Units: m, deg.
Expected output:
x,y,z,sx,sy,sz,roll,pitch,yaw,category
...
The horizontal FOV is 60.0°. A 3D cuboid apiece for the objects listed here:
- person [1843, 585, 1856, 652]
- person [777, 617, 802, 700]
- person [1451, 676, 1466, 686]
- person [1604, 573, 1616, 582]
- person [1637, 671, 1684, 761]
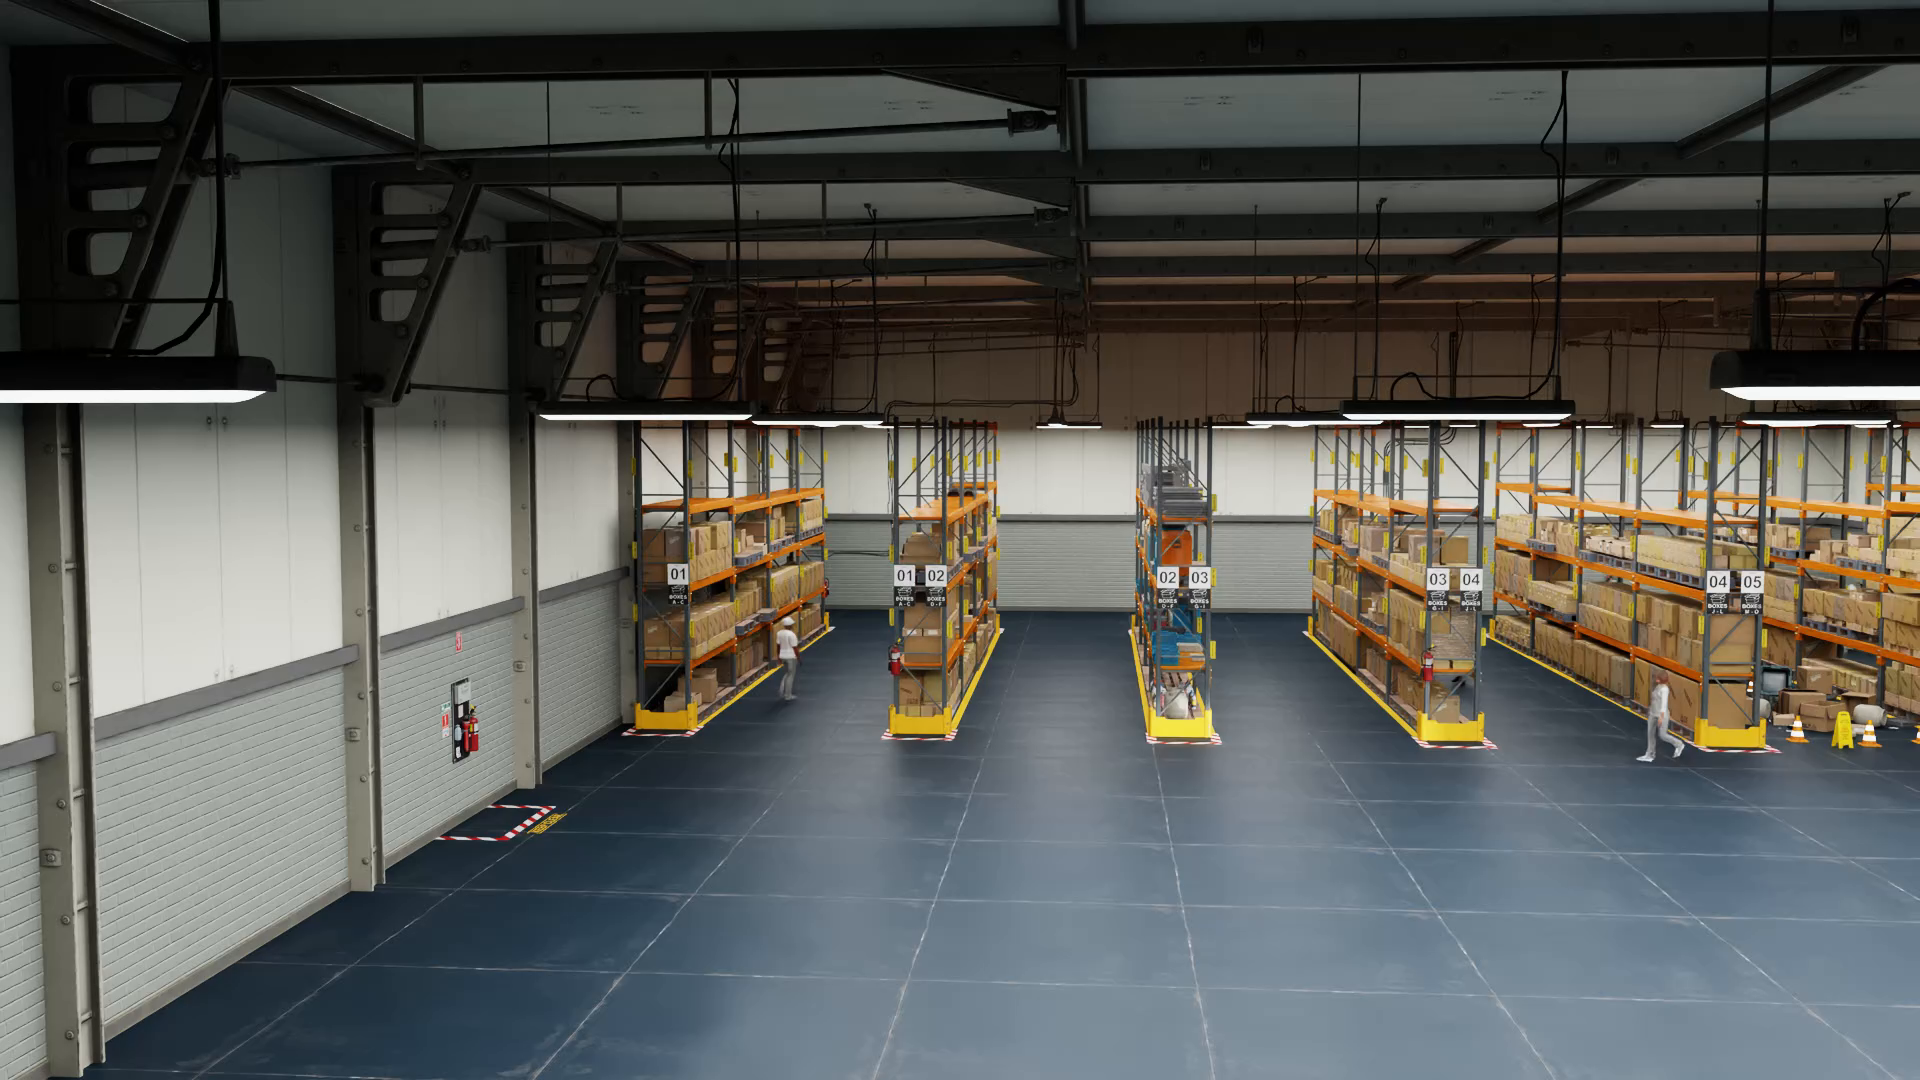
x,y,z,sx,sy,sz,roll,pitch,yaw,category
23.194,2.081,43.277,0.521,1.848,0.794,3,5,37,person
-3.619,2.520,35.386,0.588,1.774,0.436,3,5,40,person
11.286,2.416,37.551,0.437,1.733,0.620,-1,4,-19,person
18.518,1.746,47.240,0.754,1.768,0.576,0,4,3,person
12.148,3.056,28.782,0.731,1.560,0.406,-1,4,-18,person
